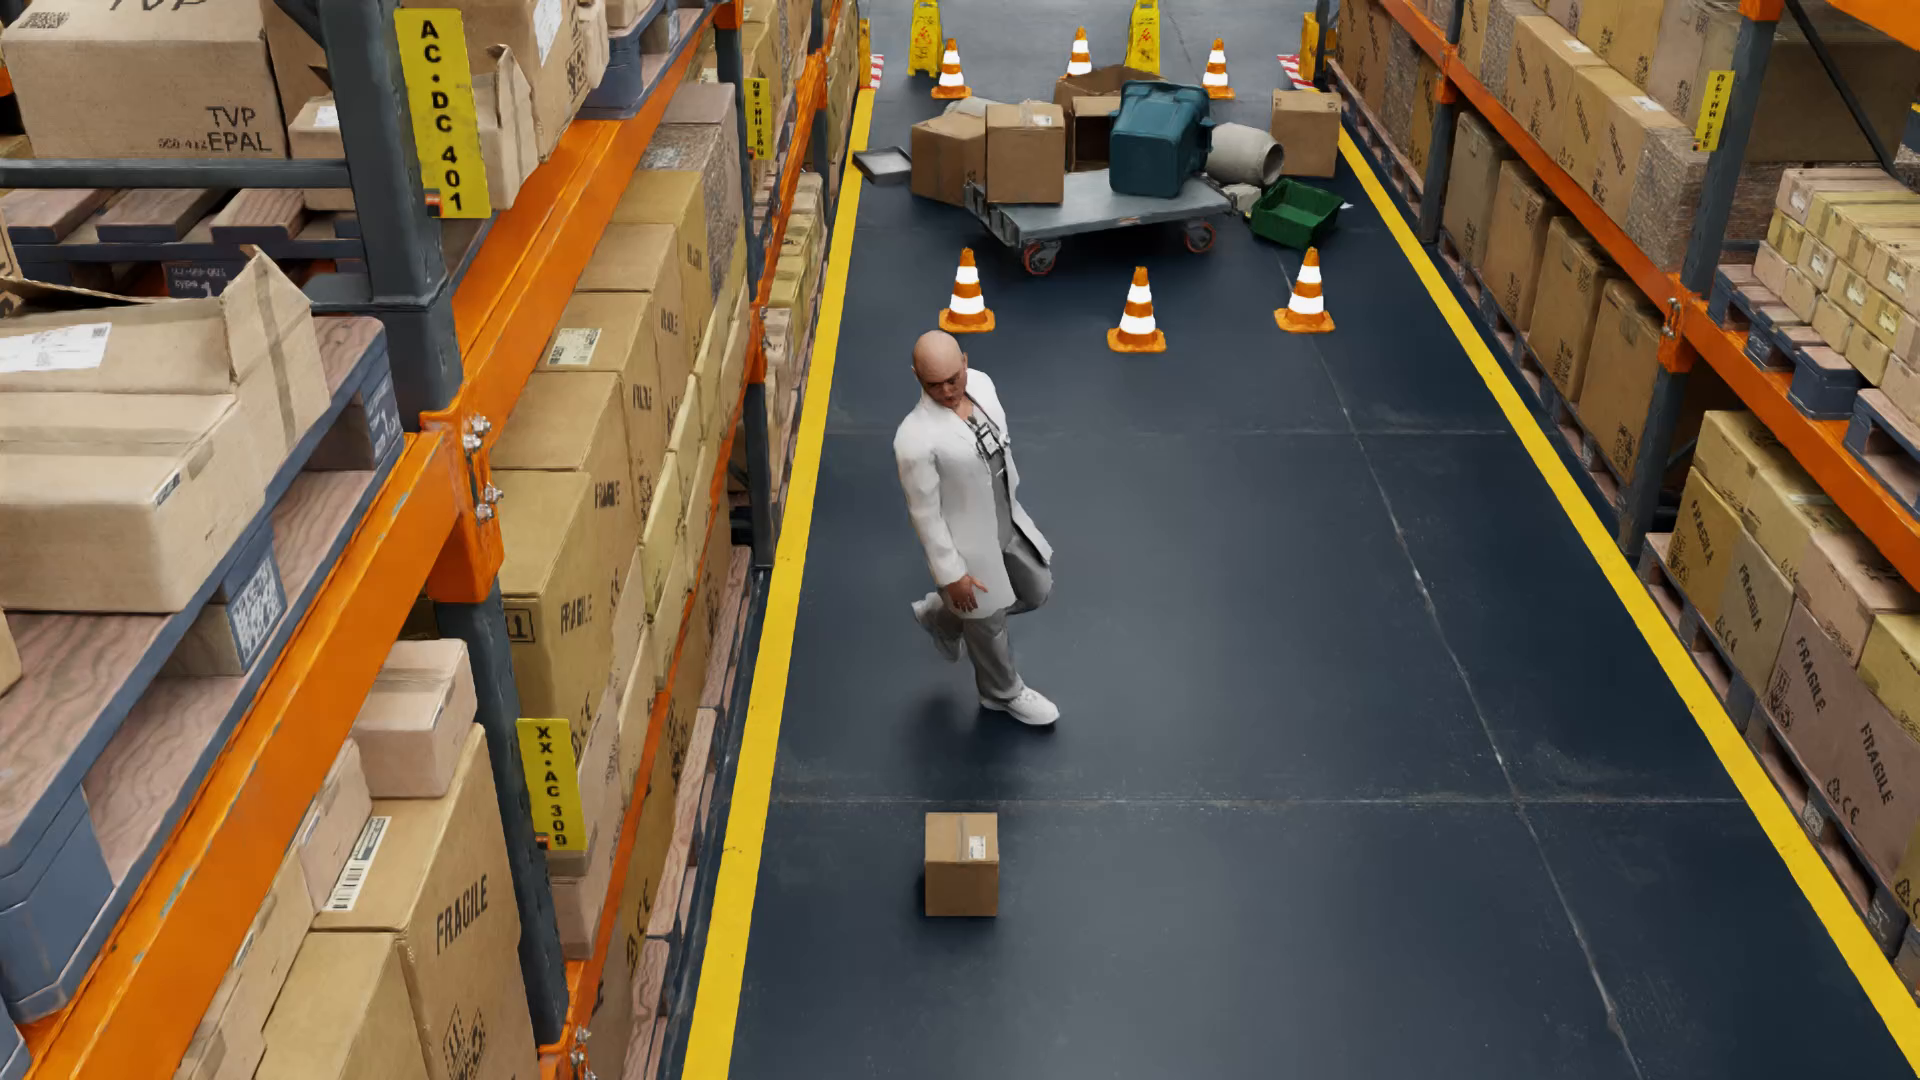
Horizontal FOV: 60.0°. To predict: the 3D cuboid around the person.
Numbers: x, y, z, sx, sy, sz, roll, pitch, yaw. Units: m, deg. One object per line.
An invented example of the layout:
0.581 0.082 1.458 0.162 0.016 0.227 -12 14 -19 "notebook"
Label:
0.047 -0.020 6.201 0.662 1.739 0.696 14 34 22 "person"
